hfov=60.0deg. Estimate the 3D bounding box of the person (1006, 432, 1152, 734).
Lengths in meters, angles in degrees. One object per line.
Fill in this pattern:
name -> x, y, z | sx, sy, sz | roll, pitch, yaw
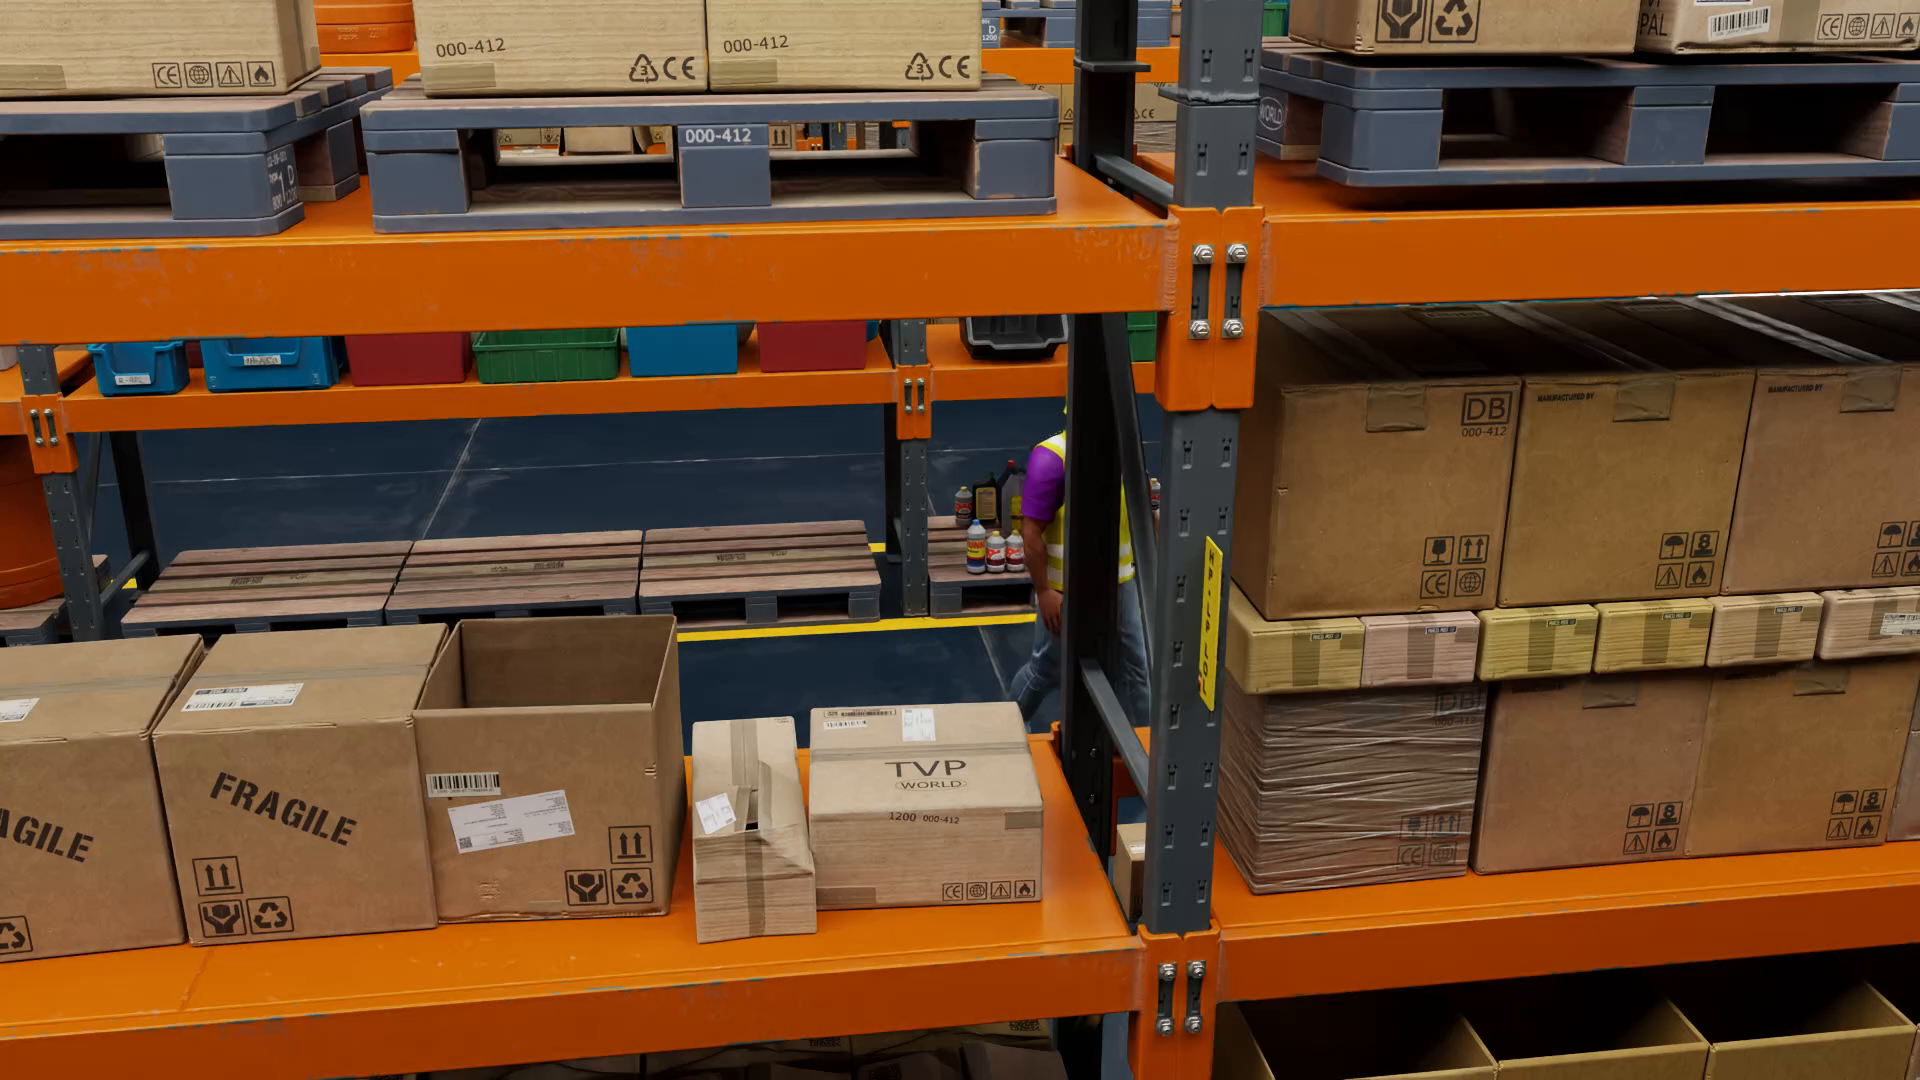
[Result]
person -> 0.527, 0.169, 6.562 | 0.600, 1.742, 0.894 | -13, 24, -32
